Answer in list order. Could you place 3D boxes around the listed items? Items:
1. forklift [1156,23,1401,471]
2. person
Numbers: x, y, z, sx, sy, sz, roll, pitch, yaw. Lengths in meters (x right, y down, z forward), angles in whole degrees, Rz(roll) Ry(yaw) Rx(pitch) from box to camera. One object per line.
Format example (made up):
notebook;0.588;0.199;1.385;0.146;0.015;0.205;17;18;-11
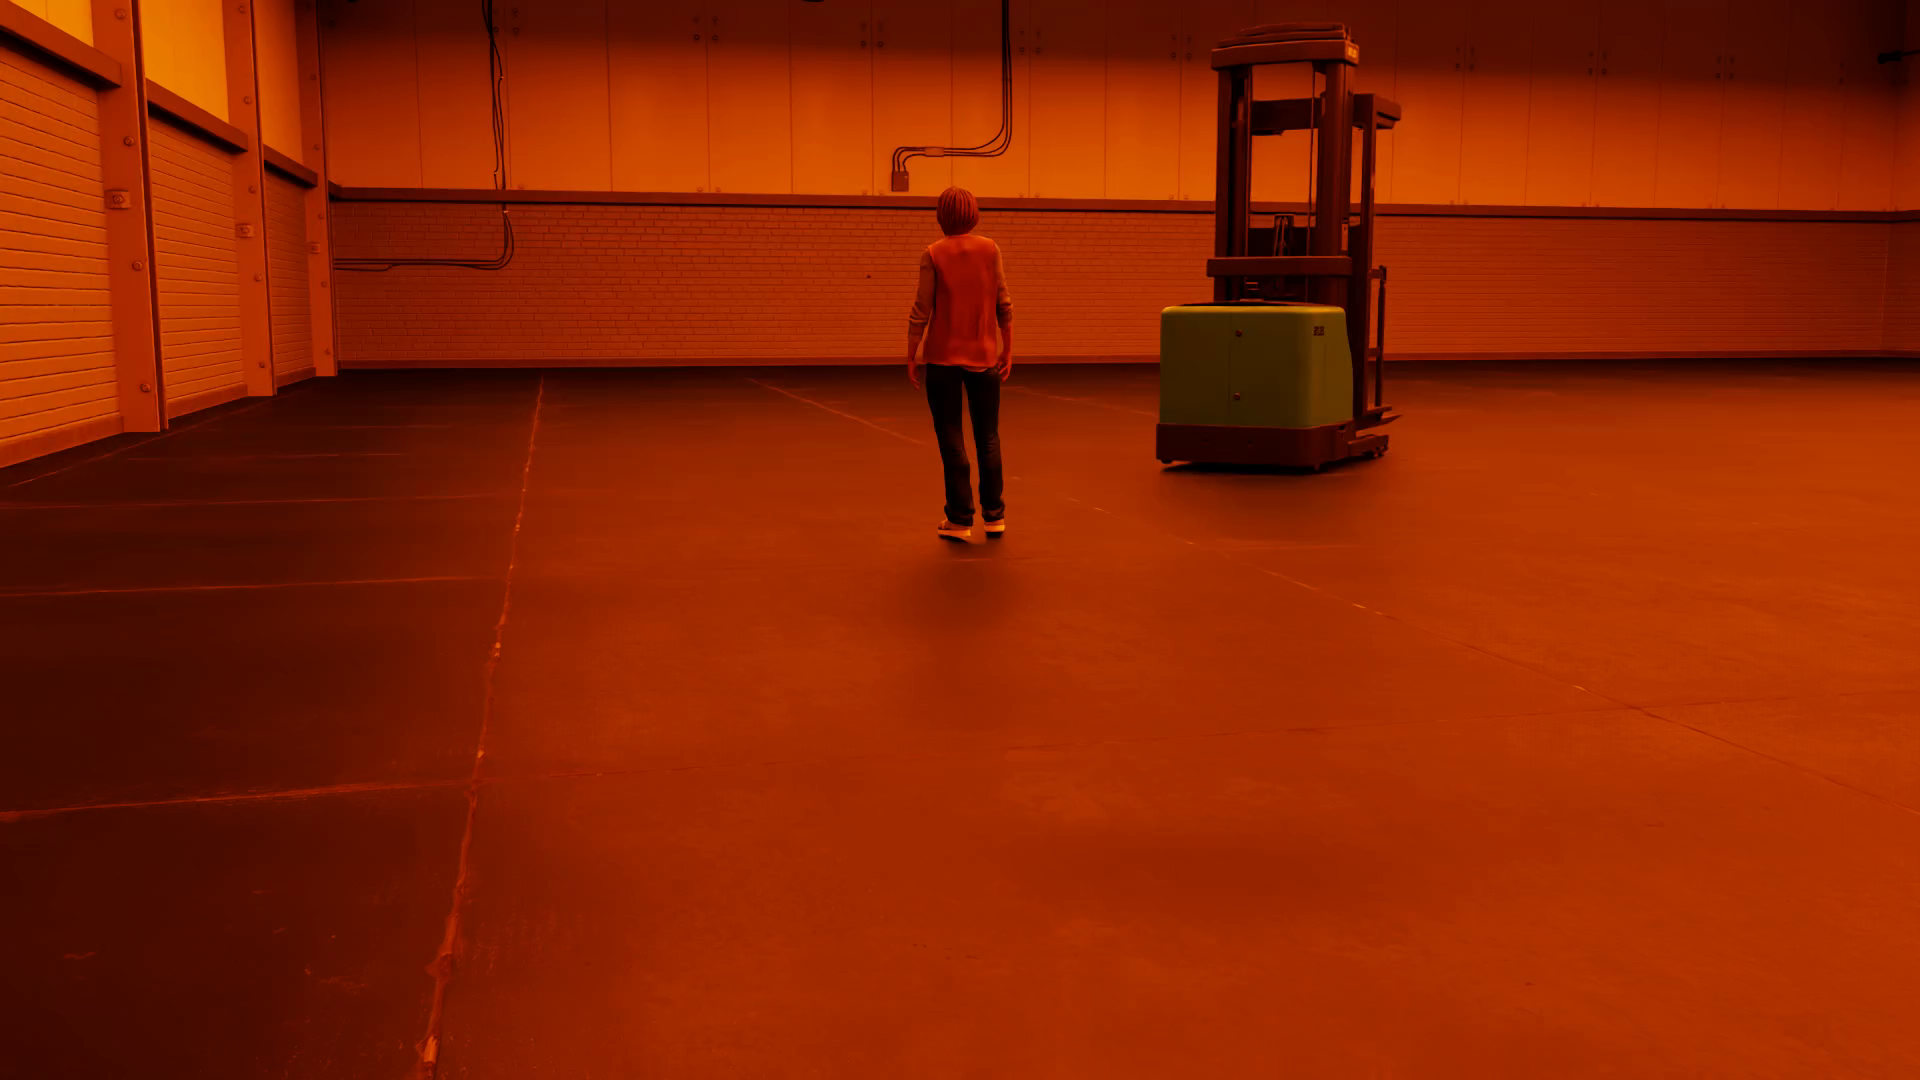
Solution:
forklift;2.453;-2.058;11.834;1.130;2.935;3.031;4;9;29
person;0.000;-0.809;7.671;0.513;1.599;0.473;-2;8;-13
